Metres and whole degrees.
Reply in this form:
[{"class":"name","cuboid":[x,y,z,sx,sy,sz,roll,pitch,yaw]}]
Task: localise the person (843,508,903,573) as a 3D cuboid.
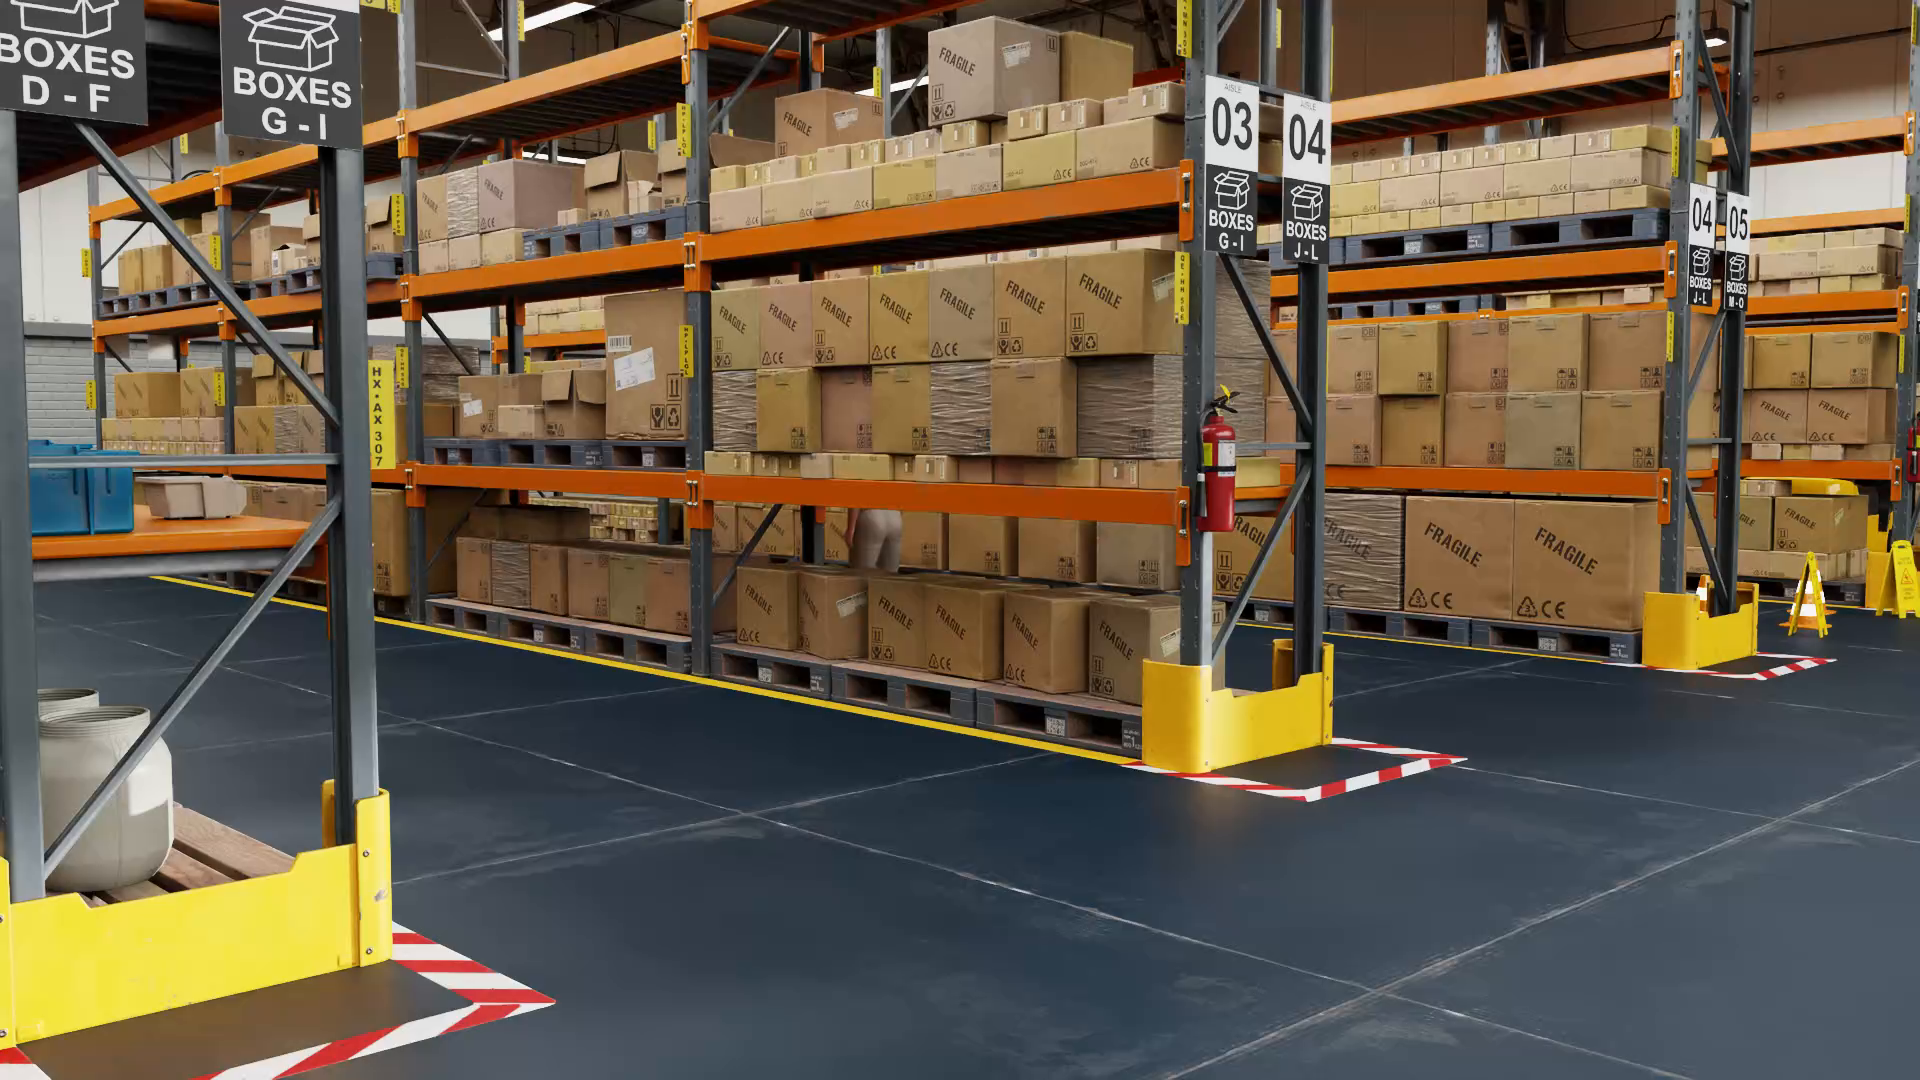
[{"class":"person","cuboid":[-0.649,-0.089,12.295,0.360,1.724,0.528,4,5,44]}]
